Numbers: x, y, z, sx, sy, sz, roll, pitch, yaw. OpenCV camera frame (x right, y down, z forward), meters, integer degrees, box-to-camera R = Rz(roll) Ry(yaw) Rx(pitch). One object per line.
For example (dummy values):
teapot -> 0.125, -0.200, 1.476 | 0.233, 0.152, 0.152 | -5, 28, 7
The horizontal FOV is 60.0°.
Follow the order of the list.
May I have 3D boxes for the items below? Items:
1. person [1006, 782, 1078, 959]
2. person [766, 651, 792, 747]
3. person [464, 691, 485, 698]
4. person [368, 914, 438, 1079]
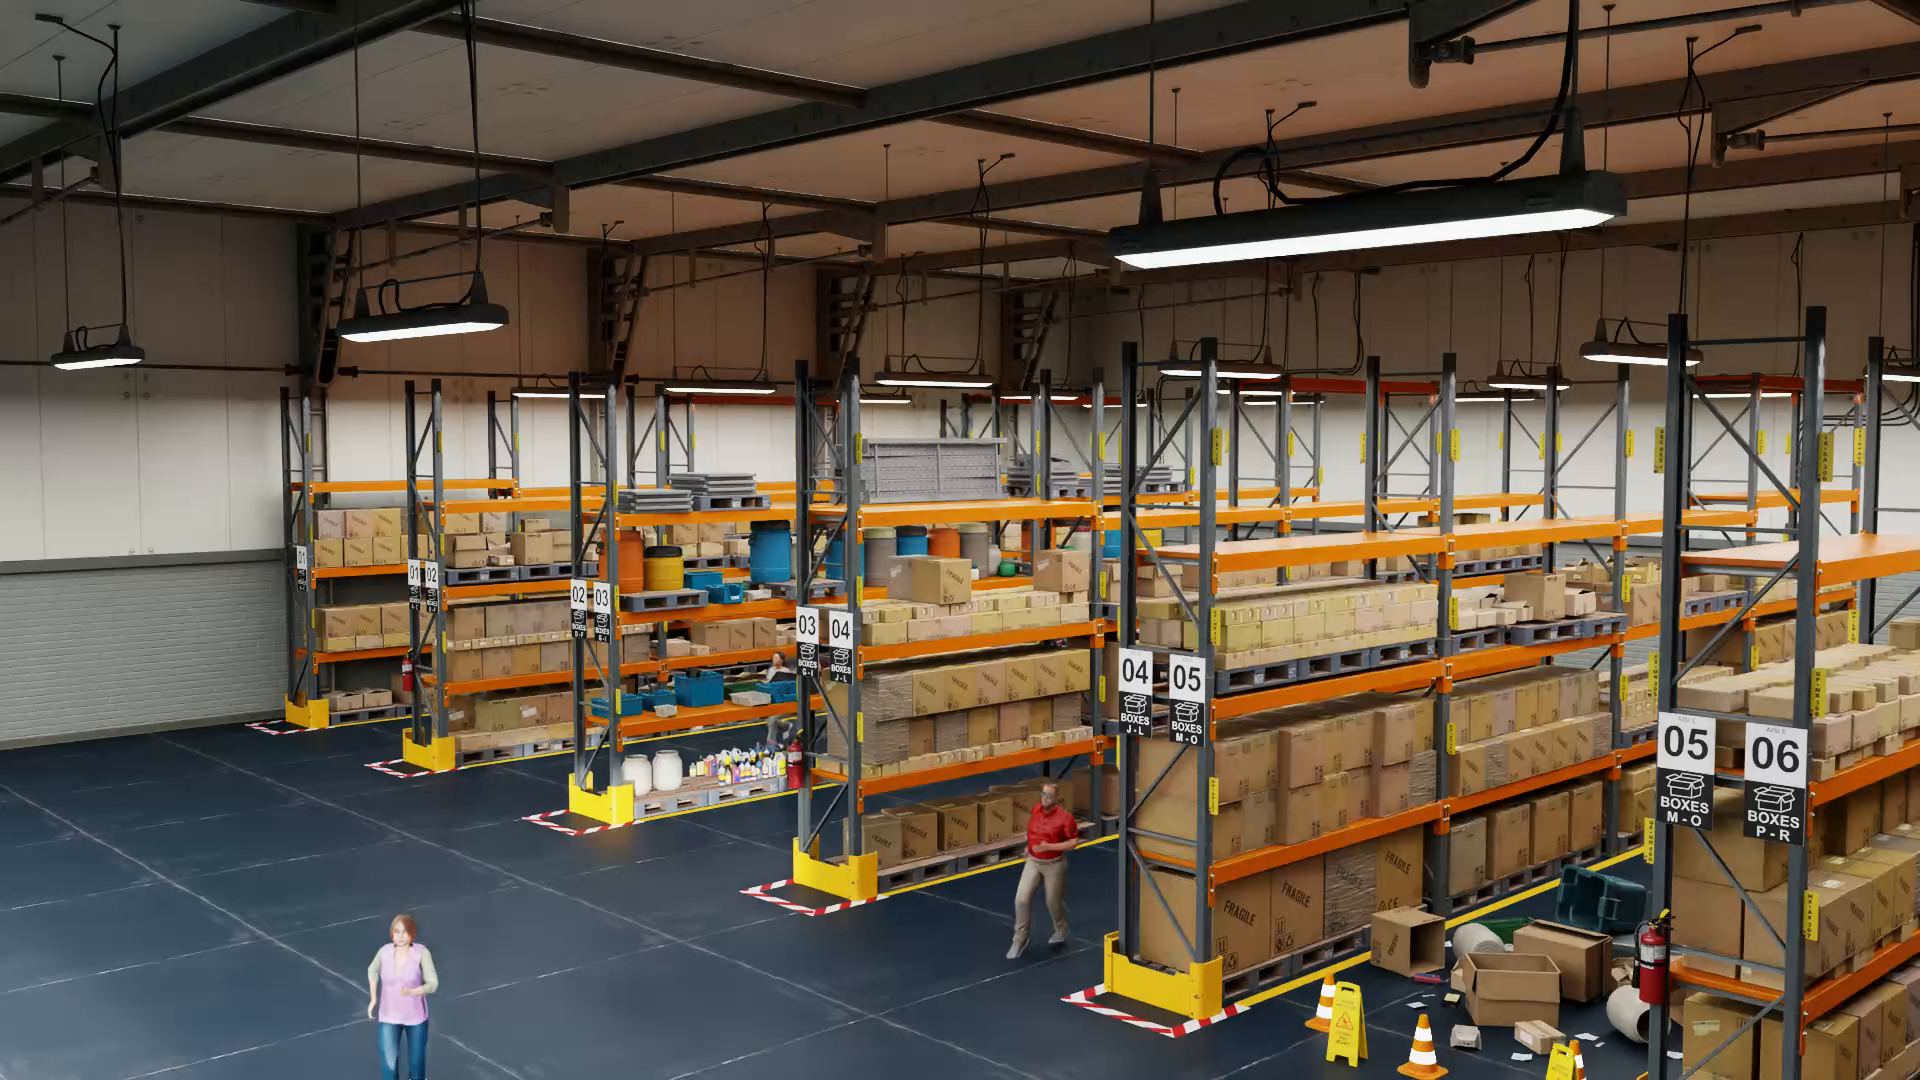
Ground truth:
person -> 0.906, 3.273, 16.511 | 0.667, 1.780, 0.799 | 2, 4, 32
person -> -2.947, 2.620, 27.034 | 0.582, 1.635, 0.765 | 2, 4, 32
person -> -8.230, 2.540, 28.354 | 0.515, 1.634, 0.760 | 4, 5, 44
person -> -4.115, 3.566, 12.292 | 0.516, 1.628, 0.759 | -1, 4, -14
